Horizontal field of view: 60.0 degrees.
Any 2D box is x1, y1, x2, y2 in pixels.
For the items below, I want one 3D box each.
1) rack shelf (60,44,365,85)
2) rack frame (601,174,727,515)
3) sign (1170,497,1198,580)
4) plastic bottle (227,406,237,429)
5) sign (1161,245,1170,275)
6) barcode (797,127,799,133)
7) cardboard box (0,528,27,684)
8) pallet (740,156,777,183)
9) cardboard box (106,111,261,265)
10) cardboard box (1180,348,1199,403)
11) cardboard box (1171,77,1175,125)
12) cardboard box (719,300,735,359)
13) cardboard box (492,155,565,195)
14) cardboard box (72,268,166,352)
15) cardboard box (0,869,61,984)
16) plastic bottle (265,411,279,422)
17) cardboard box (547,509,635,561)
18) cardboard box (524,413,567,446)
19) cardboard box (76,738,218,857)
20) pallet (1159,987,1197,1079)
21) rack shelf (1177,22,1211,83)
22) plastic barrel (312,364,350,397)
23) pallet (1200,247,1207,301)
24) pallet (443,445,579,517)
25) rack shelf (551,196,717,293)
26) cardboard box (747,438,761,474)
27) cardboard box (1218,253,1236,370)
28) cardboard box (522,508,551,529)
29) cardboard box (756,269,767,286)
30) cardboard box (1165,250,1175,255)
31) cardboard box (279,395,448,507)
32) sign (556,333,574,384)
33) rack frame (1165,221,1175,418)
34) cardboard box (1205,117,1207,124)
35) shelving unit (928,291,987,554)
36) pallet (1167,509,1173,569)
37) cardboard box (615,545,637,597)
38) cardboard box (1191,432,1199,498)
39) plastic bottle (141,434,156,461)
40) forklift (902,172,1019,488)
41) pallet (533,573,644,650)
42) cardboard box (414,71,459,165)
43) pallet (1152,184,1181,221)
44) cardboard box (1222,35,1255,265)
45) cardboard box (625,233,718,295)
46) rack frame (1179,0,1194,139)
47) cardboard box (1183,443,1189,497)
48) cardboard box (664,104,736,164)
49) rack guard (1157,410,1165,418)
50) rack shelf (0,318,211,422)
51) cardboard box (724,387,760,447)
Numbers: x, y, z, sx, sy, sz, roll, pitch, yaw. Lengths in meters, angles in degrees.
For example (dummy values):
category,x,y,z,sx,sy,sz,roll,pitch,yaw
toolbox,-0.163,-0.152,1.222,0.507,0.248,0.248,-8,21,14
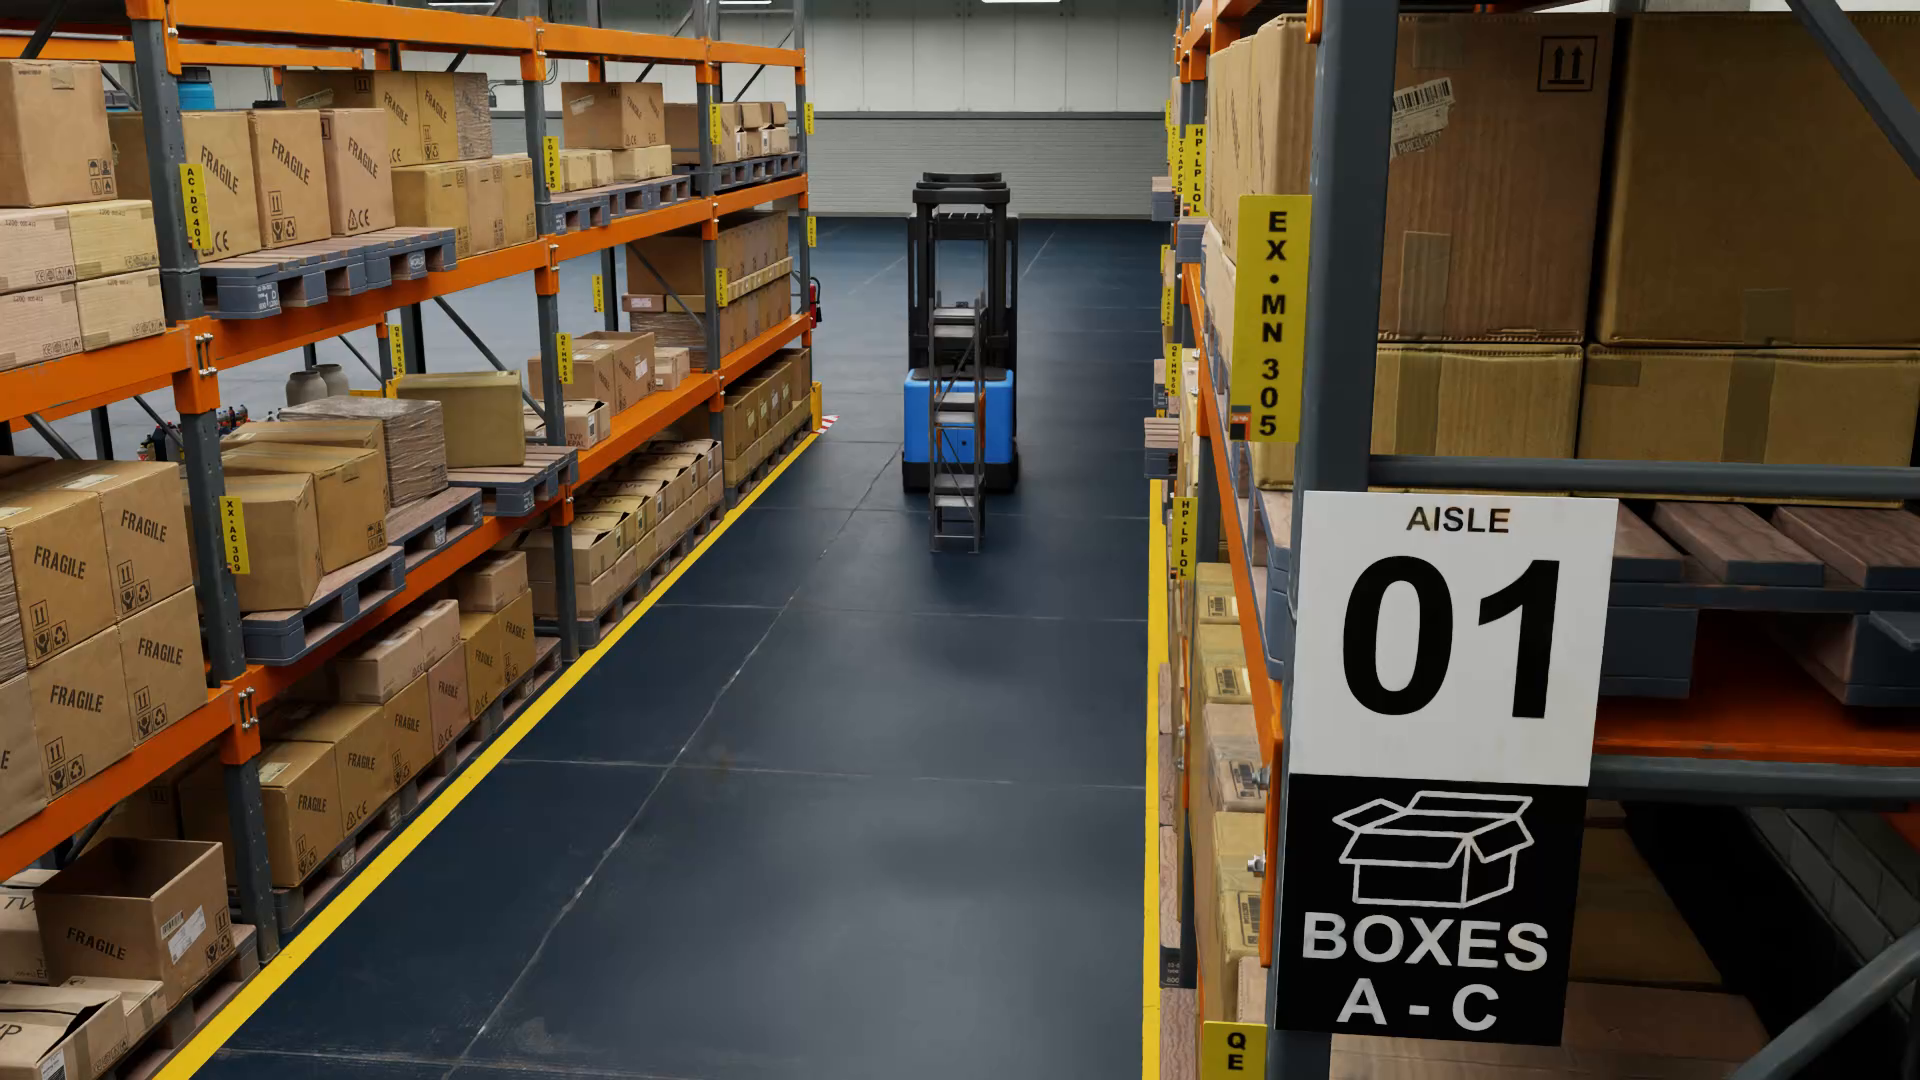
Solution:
category,x,y,z,sx,sy,sz,roll,pitch,yaw
rack shelf,-7.314,-4.711,16.489,1.077,0.370,4.000,2,15,6
rack frame,-2.619,-1.690,14.665,1.000,3.000,0.127,2,15,6
sign,0.861,-0.004,6.365,0.100,0.325,0.005,2,15,6
plastic bottle,-7.647,-1.256,17.422,0.061,0.283,0.133,2,15,7
sign,2.216,-3.016,17.912,0.100,0.325,0.005,2,15,6
barcode,-1.722,-4.363,17.692,0.001,0.075,0.075,2,15,6
cardboard box,-3.434,0.257,5.360,0.500,0.500,0.500,2,15,7
pallet,-2.408,-3.633,16.273,1.003,0.211,1.213,2,15,6
cardboard box,-3.391,-1.491,6.994,0.600,0.600,0.600,0,15,1
cardboard box,1.542,-0.953,9.705,0.500,0.250,0.500,2,15,8
cardboard box,2.191,-3.950,15.130,0.500,0.500,0.500,1,15,4
cardboard box,-2.522,-1.990,15.585,0.700,0.500,0.500,2,15,6
cardboard box,-3.034,-2.487,11.348,0.500,0.250,0.500,2,15,8
cardboard box,-3.312,-0.857,6.124,0.500,0.250,0.500,2,15,6
cardboard box,-3.784,1.573,6.906,0.500,0.311,0.500,2,15,6
plastic bottle,-6.967,-1.127,16.814,0.144,0.351,0.185,2,15,6
cardboard box,-2.668,-0.062,12.034,0.500,0.311,0.500,1,15,5
cardboard box,-2.986,-0.702,11.184,0.500,0.311,0.500,3,15,10
cardboard box,-3.751,1.243,7.765,0.500,0.500,0.500,2,15,6
pallet,1.237,2.071,6.099,1.003,0.211,1.213,2,15,6
rack shelf,2.078,-3.382,11.574,1.077,0.370,4.000,2,15,6
plastic barrel,-7.087,-1.703,18.675,0.421,0.512,0.421,0,15,0
pallet,1.455,-1.065,6.974,0.805,0.209,1.217,1,15,4
pallet,-3.077,-0.382,10.195,1.213,0.211,1.003,2,15,6
rack shelf,-2.845,-2.272,12.449,1.077,0.370,4.000,2,15,6
cardboard box,-2.204,-0.806,15.860,0.500,0.250,0.500,2,15,6
cardboard box,0.880,-0.527,3.910,0.500,0.250,0.500,1,15,5
cardboard box,-3.204,-0.077,12.088,0.500,0.311,0.500,1,15,5
cardboard box,-2.166,-2.648,16.774,0.380,0.149,0.250,2,15,8
cardboard box,2.402,-2.767,17.459,0.500,0.500,0.500,2,15,6
cardboard box,-3.322,-0.505,9.288,0.700,0.500,0.500,5,16,17
sign,-2.530,-1.160,10.637,0.100,0.325,0.005,2,15,6
rack frame,2.755,-2.582,17.966,1.000,3.000,0.127,2,15,6
cardboard box,2.023,-2.785,11.971,0.500,0.500,0.500,1,15,4
shelving unit,-0.019,-0.971,13.729,0.431,2.100,0.503,2,15,6
pallet,2.217,0.003,13.746,1.003,0.211,1.213,2,15,6
cardboard box,-2.663,0.215,12.085,0.500,0.250,0.500,1,15,5
cardboard box,1.267,-0.295,7.268,0.500,0.250,0.500,2,15,7
plastic bottle,-7.814,-0.872,16.003,0.061,0.283,0.133,2,15,9
forklift,0.037,-2.232,16.803,1.130,2.935,3.031,1,15,2
pallet,-2.939,0.481,11.978,1.003,0.211,1.213,2,15,6
cardboard box,-3.183,-2.386,9.386,0.500,0.500,0.500,2,15,6
pallet,2.014,-2.476,12.186,1.213,0.211,1.003,2,15,6
cardboard box,0.879,-0.884,3.793,0.500,0.500,0.500,1,15,4
cardboard box,-2.575,-2.480,14.909,0.700,0.500,0.500,2,15,7
rack frame,2.304,-4.441,13.346,1.000,3.000,0.127,2,15,6
cardboard box,1.367,-0.191,8.322,0.500,0.500,0.500,2,15,8
cardboard box,-2.300,-3.579,14.642,0.500,0.500,0.500,3,15,11
rack guard,2.746,-1.356,18.219,1.175,0.500,0.348,2,15,6
rack shelf,-3.747,-0.197,4.776,1.077,0.370,4.000,2,15,6
cardboard box,-2.207,-1.168,15.762,0.500,0.500,0.500,2,15,6
